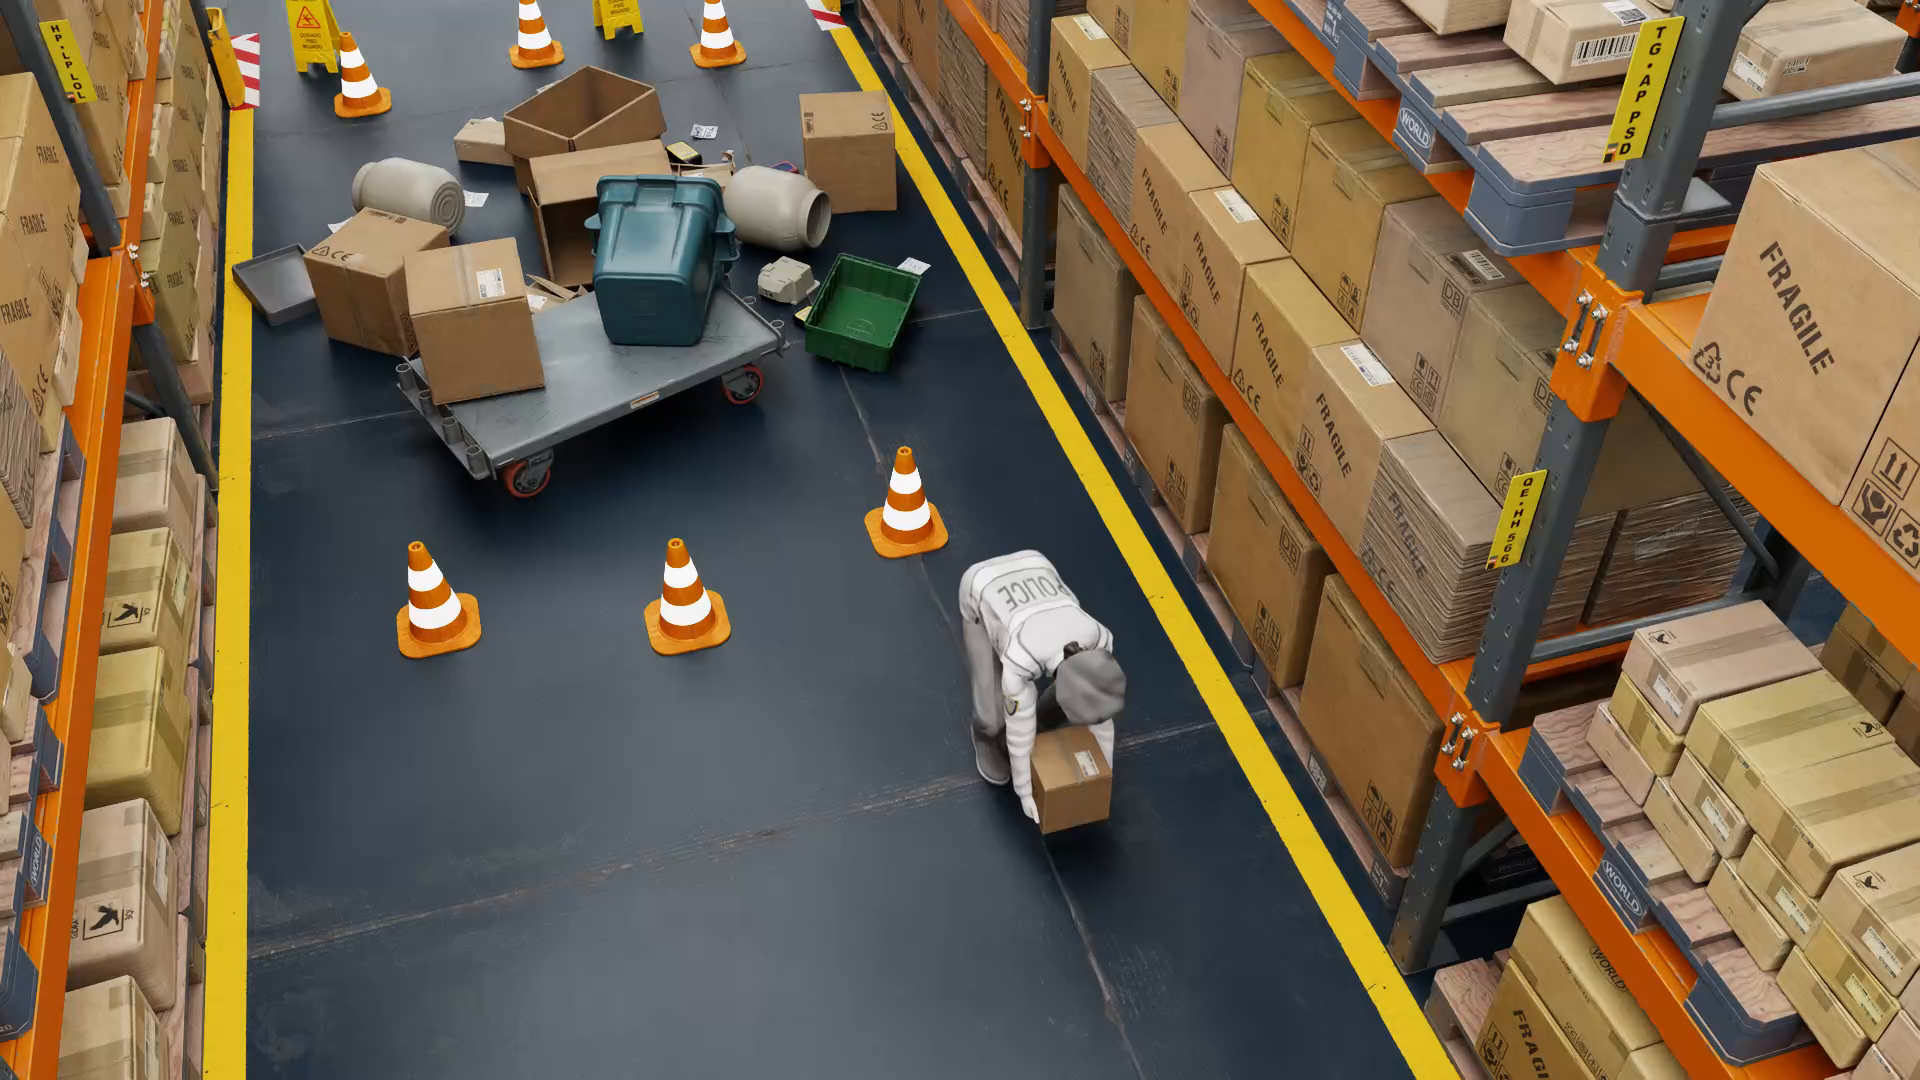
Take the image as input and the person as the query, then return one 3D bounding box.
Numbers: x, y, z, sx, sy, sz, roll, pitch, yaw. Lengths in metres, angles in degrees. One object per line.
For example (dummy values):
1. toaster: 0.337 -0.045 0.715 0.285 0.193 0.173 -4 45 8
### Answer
1. person: 0.298 0.534 5.963 0.441 1.147 0.915 -14 44 -15
